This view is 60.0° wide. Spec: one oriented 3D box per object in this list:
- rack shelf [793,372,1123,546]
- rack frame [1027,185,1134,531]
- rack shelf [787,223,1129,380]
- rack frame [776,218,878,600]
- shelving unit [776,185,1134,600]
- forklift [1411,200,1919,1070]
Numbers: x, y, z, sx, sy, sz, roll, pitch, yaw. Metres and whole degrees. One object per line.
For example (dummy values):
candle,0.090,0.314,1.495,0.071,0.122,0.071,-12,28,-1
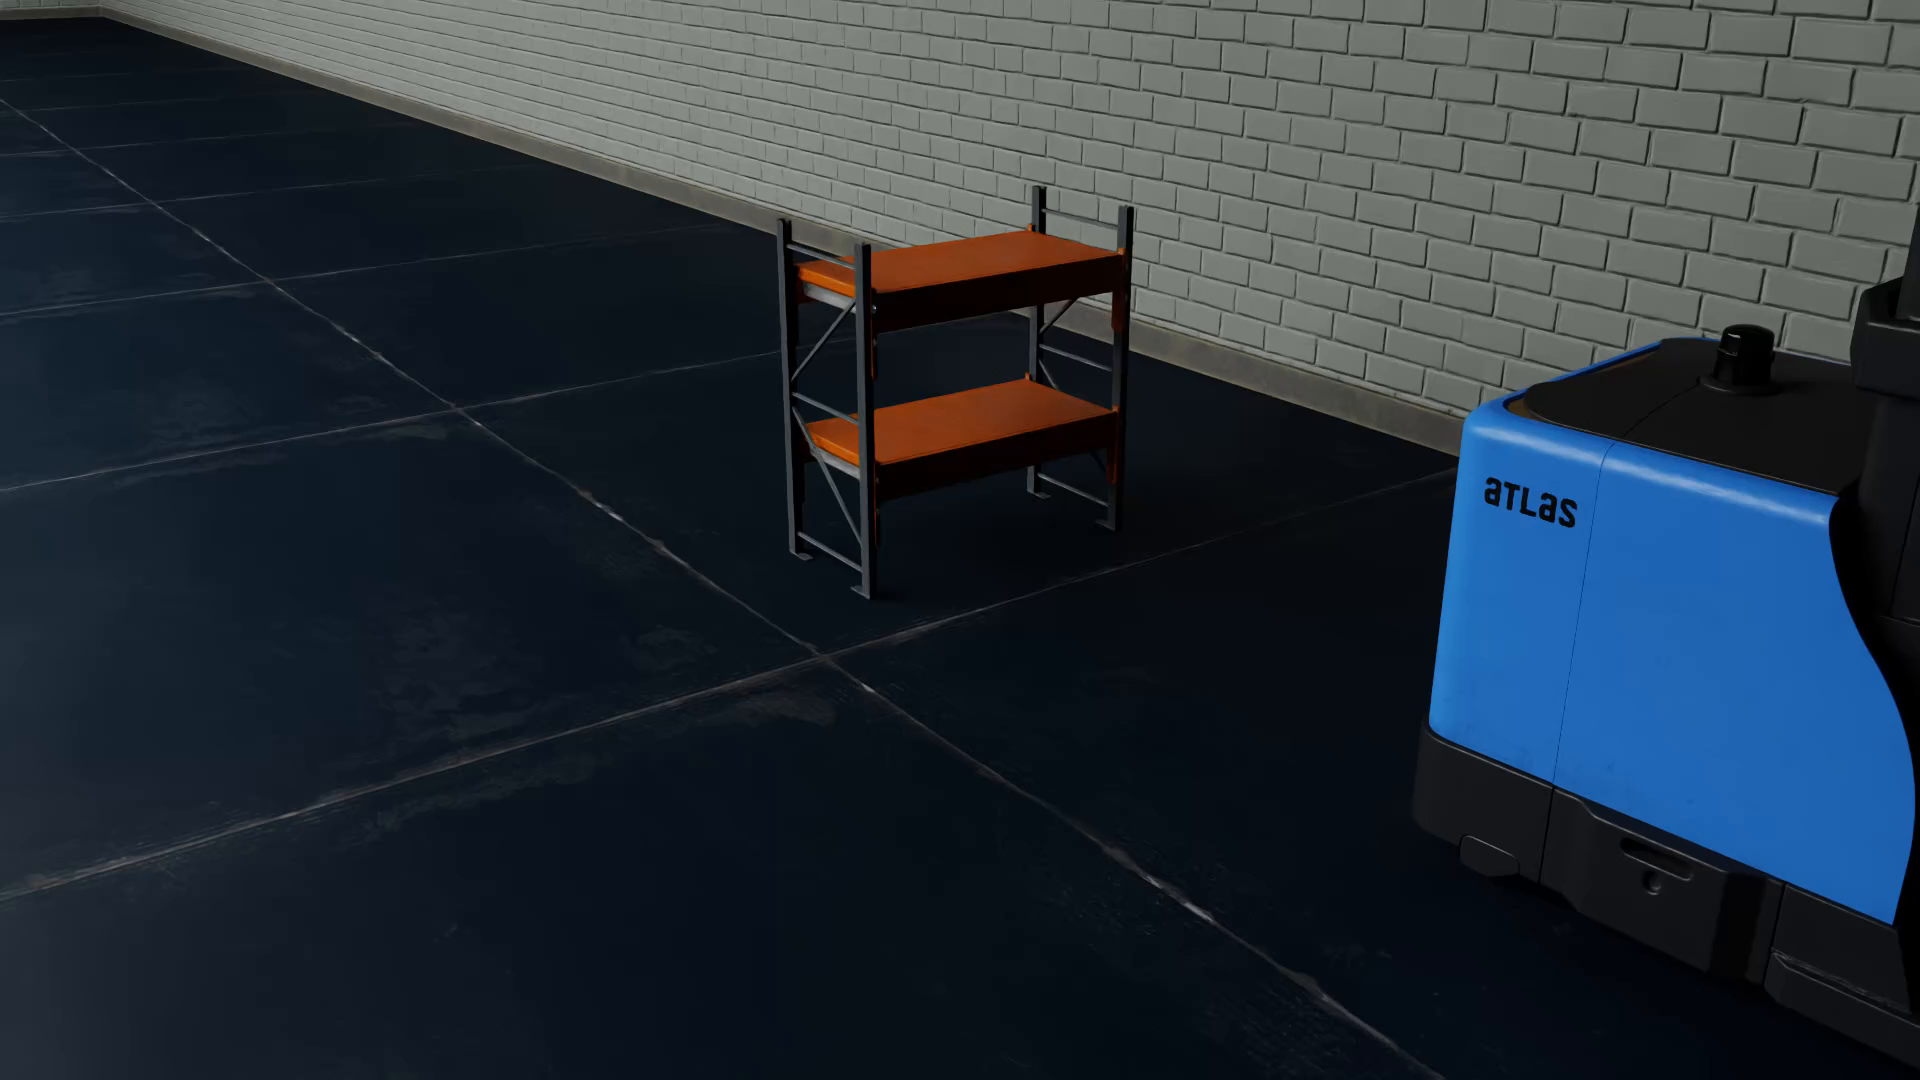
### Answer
rack shelf,-0.005,-0.294,5.599,1.000,0.278,0.538,-15,26,-33
rack frame,0.407,-0.631,5.784,0.032,1.125,0.500,-15,26,-33
rack shelf,-0.005,-0.793,5.400,1.000,0.278,0.538,-15,26,-33
rack frame,-0.418,-0.411,5.233,0.032,1.125,0.500,-15,26,-33
shelving unit,-0.005,-0.521,5.509,1.048,1.125,0.538,-15,26,-33
forklift,2.414,-0.356,2.659,1.130,2.935,3.031,-18,28,-38
